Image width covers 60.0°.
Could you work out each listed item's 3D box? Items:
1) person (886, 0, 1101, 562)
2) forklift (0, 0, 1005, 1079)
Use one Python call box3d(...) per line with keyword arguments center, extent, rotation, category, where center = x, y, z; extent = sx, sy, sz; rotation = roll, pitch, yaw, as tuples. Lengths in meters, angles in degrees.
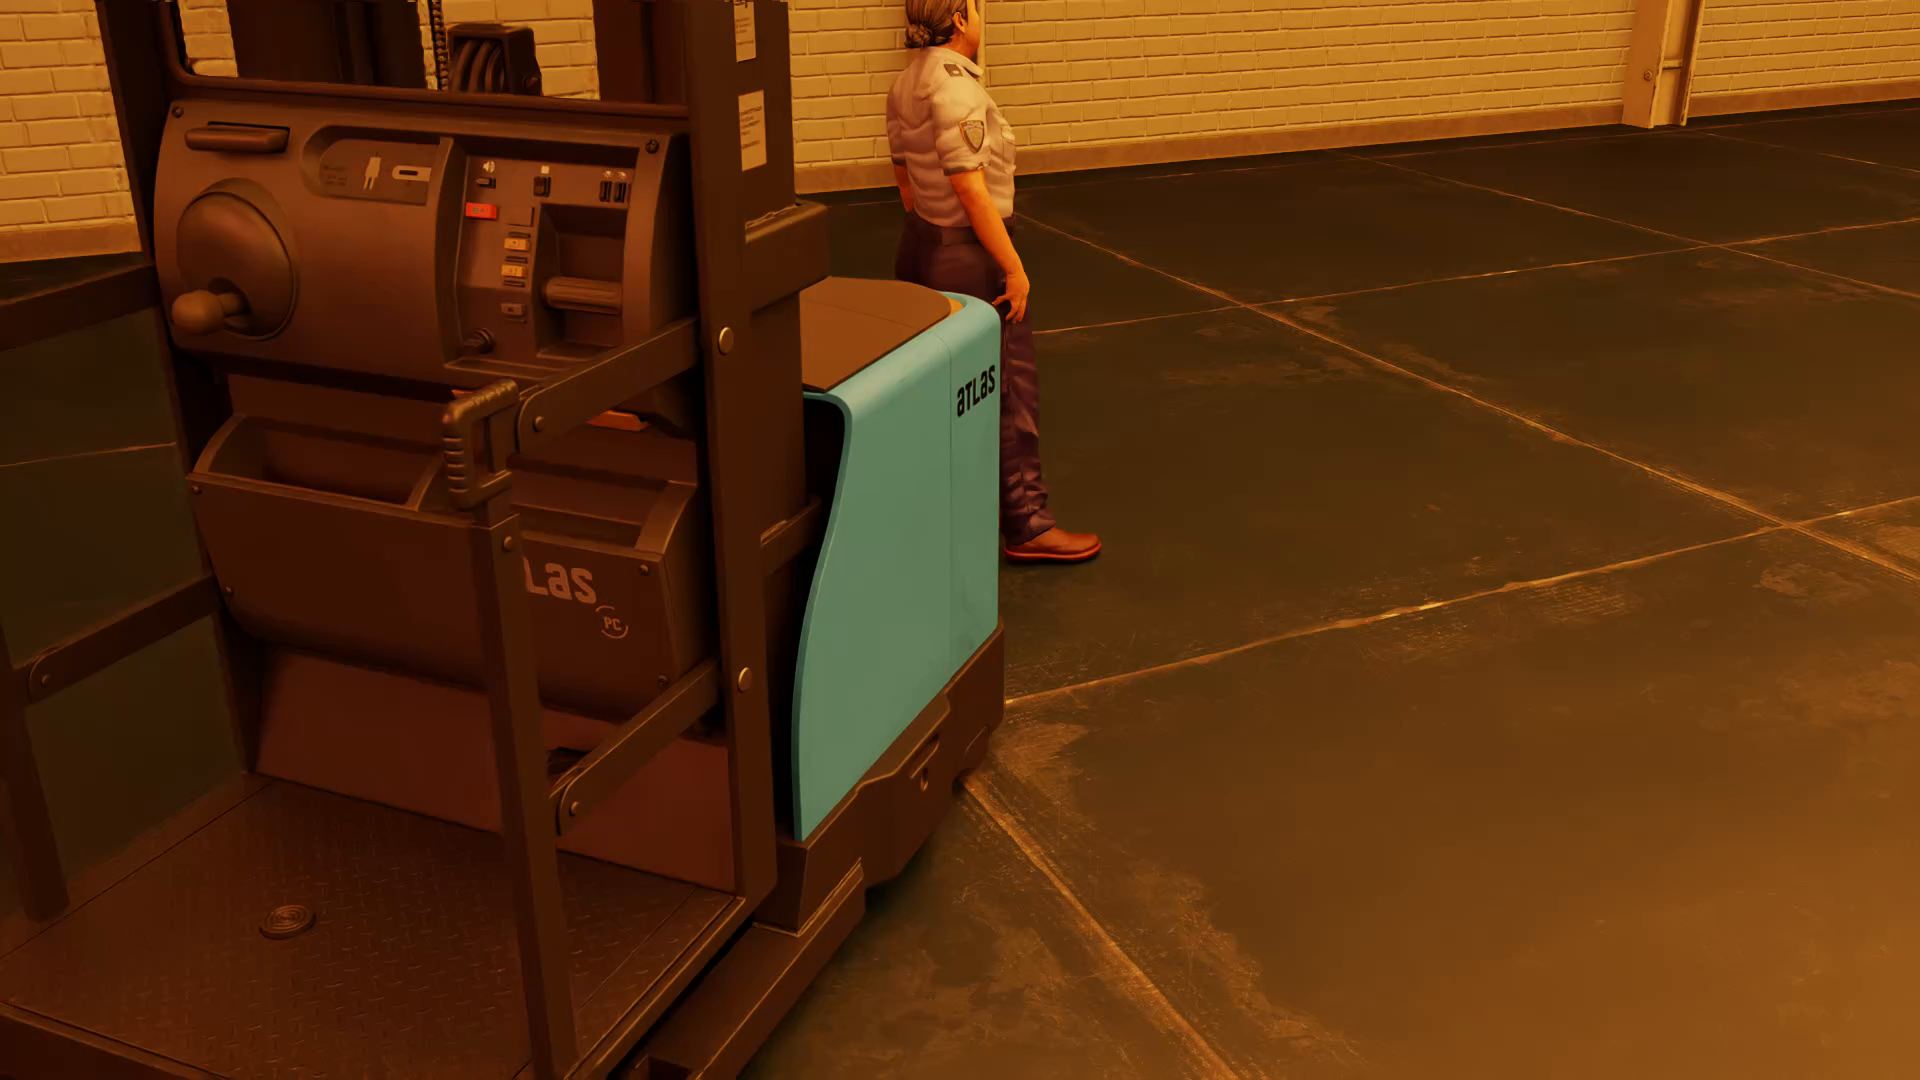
box3d(center=(0.090, -0.775, 4.804), extent=(0.503, 1.650, 0.599), rotation=(-10, 25, -23), category="person")
box3d(center=(-0.929, -0.437, 2.338), extent=(1.130, 2.935, 3.031), rotation=(9, 24, 21), category="forklift")
